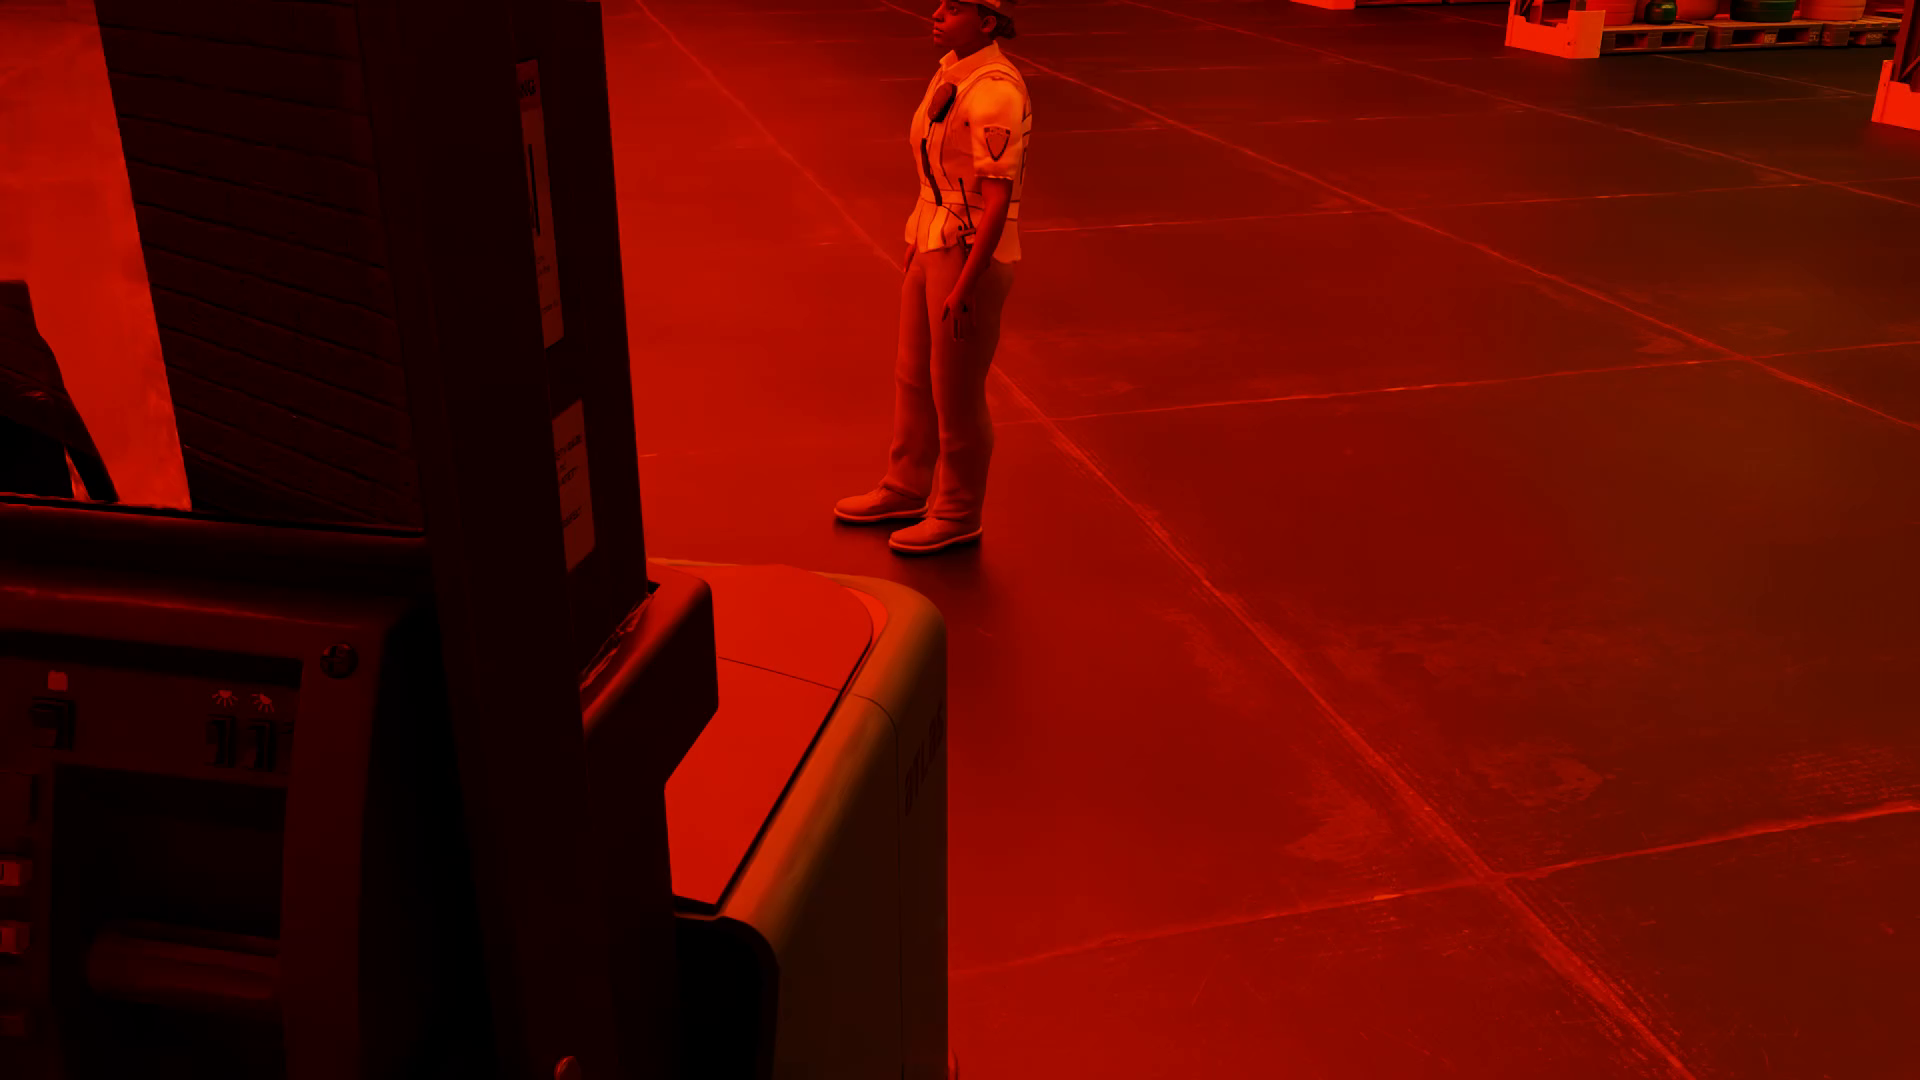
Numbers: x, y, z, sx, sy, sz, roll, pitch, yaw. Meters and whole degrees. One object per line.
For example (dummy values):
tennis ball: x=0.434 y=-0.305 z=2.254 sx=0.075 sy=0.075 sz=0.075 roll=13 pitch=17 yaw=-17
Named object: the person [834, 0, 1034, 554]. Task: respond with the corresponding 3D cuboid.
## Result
person: x=-0.078 y=-0.786 z=4.717 sx=0.528 sy=1.697 sz=0.570 roll=-6 pitch=24 yaw=-14
